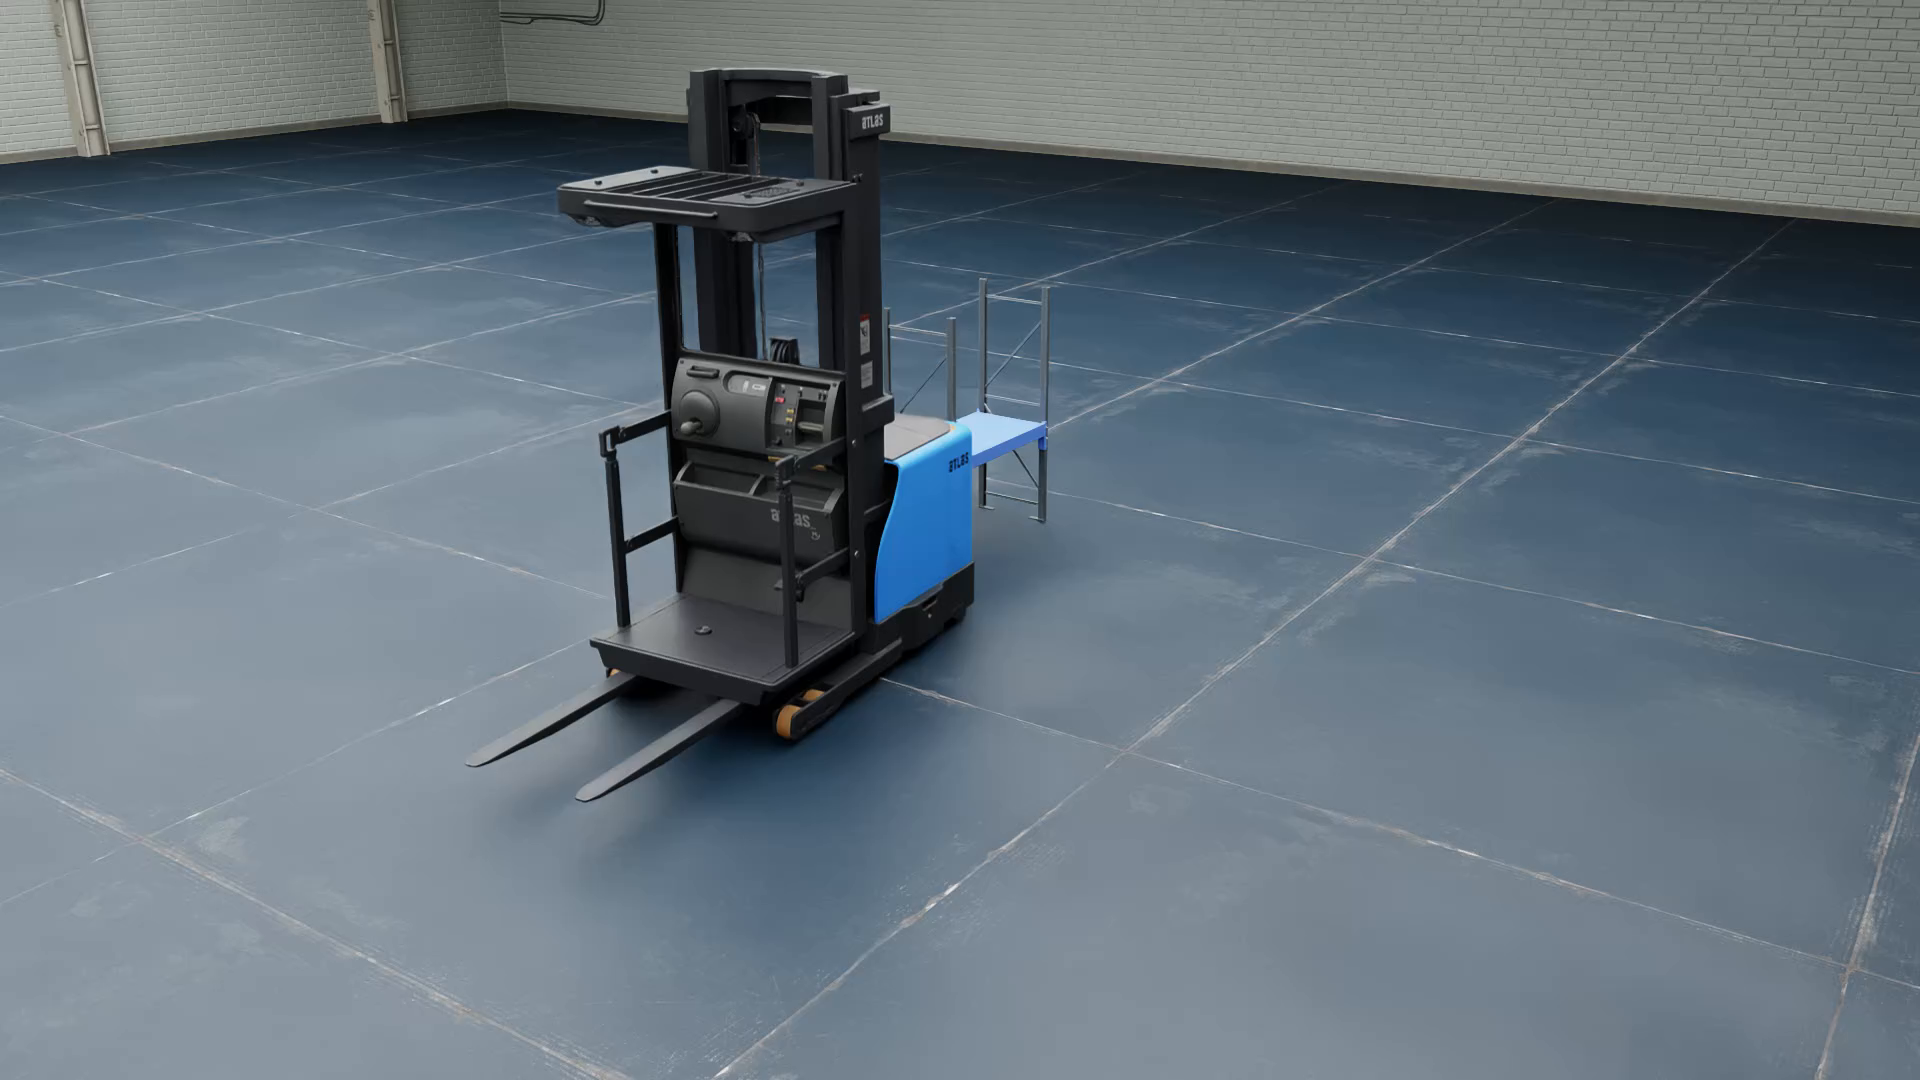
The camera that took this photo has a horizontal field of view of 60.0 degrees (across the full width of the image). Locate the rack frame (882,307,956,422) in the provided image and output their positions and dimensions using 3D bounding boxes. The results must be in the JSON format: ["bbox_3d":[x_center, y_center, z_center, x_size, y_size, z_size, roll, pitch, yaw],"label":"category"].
[{"bbox_3d":[-0.238,-0.582,9.677,0.500,1.500,0.032,13,24,32],"label":"rack frame"}]

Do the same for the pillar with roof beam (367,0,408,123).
[{"bbox_3d":[-7.356,-11.456,28.263,9.100,9.000,0.400,13,24,32],"label":"pillar with roof beam"}]

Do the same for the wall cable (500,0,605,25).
[{"bbox_3d":[-8.167,-11.426,32.660,3.097,2.526,0.112,13,24,32],"label":"wall cable"}]

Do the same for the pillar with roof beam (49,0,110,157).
[{"bbox_3d":[-10.729,-9.734,23.609,9.100,9.000,0.400,13,24,32],"label":"pillar with roof beam"}]

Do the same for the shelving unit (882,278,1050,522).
[{"bbox_3d":[0.048,-0.728,10.071,0.538,1.500,1.048,13,24,32],"label":"shelving unit"}]

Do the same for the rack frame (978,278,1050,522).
[{"bbox_3d":[0.334,-0.874,10.465,0.500,1.500,0.032,13,24,32],"label":"rack frame"}]

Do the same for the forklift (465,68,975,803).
[{"bbox_3d":[-1.077,-0.619,7.712,1.130,2.935,3.031,11,23,27],"label":"forklift"}]

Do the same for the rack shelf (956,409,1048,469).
[{"bbox_3d":[0.048,-0.559,10.133,0.538,0.185,1.000,13,24,32],"label":"rack shelf"}]
